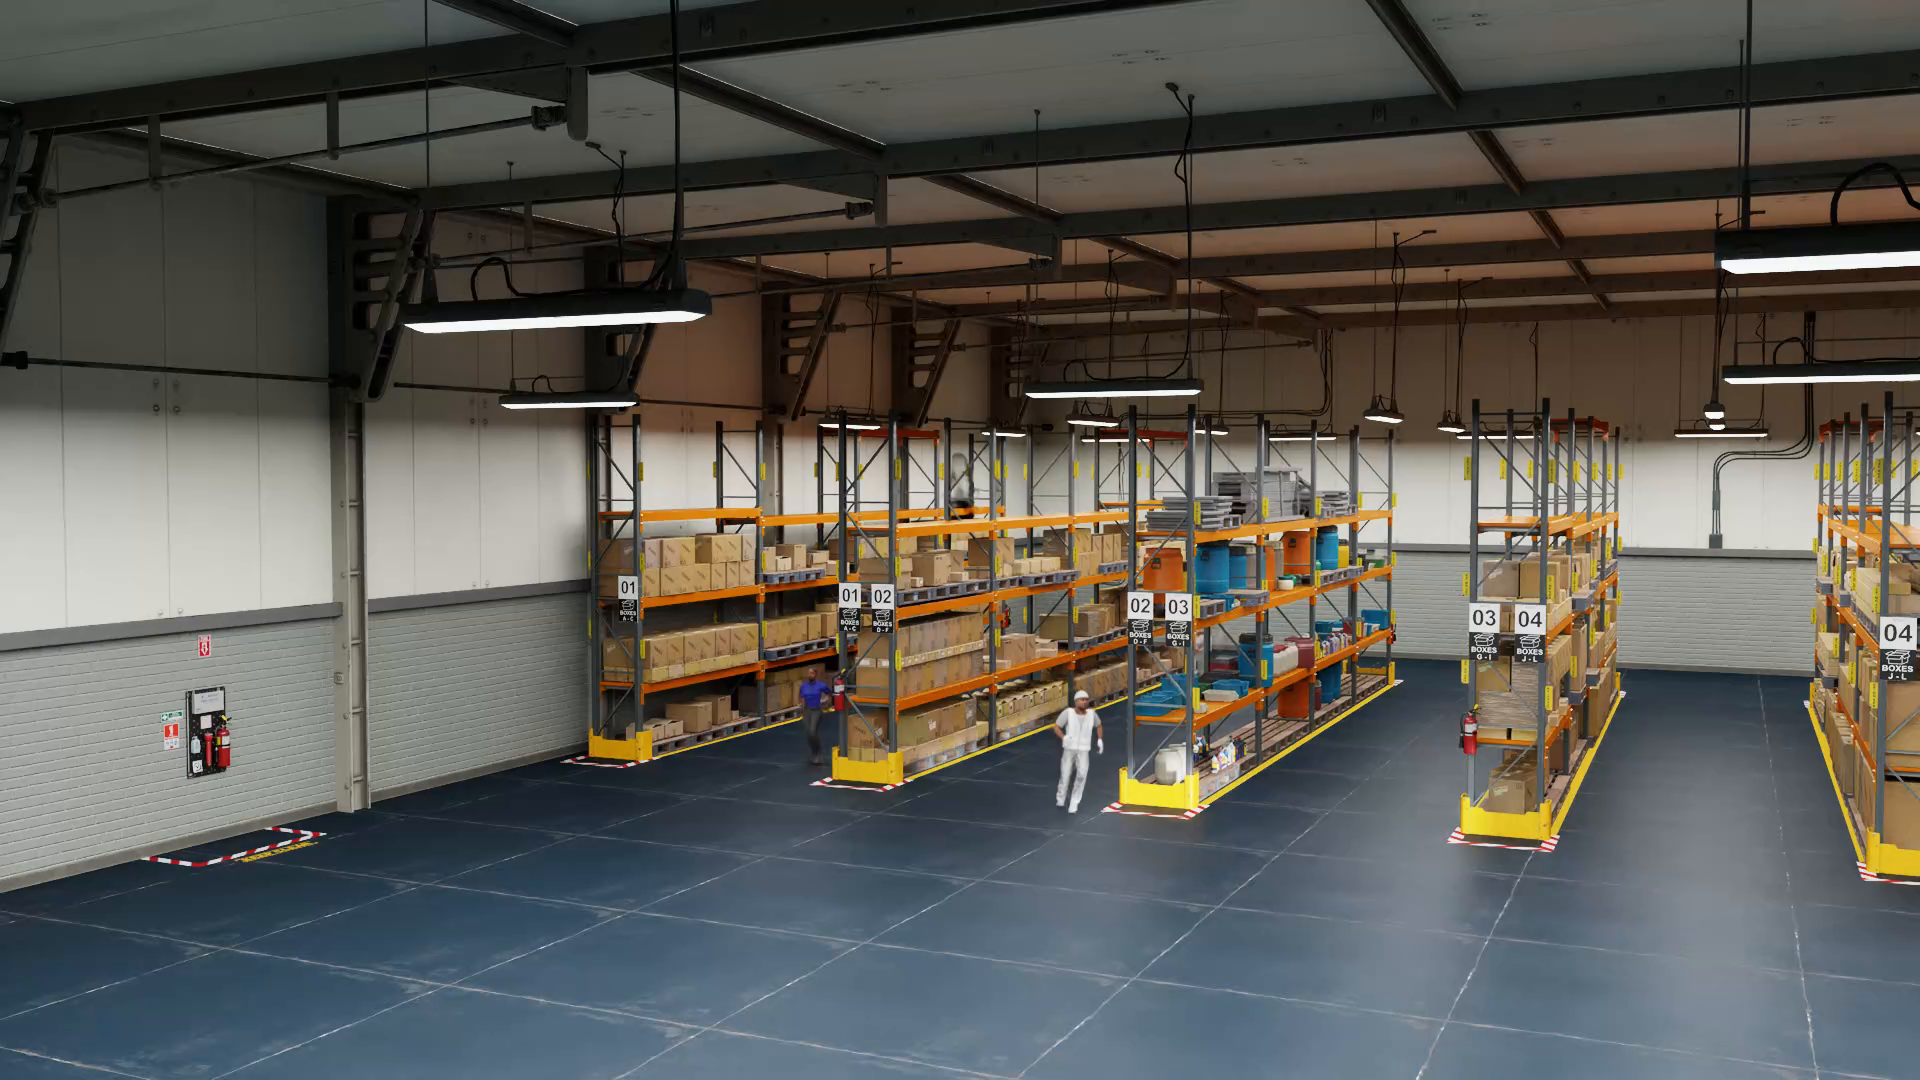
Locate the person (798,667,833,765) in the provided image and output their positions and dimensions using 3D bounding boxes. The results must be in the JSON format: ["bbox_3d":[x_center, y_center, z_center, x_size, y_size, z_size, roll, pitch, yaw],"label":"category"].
[{"bbox_3d":[-2.514,3.009,28.447,0.544,1.664,0.688,1,2,19],"label":"person"}]

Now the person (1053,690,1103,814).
[{"bbox_3d":[1.743,3.117,24.523,0.746,1.801,0.631,0,2,-4],"label":"person"}]

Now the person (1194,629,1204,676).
[{"bbox_3d":[5.254,2.681,36.641,0.535,1.728,0.972,1,2,20],"label":"person"}]
